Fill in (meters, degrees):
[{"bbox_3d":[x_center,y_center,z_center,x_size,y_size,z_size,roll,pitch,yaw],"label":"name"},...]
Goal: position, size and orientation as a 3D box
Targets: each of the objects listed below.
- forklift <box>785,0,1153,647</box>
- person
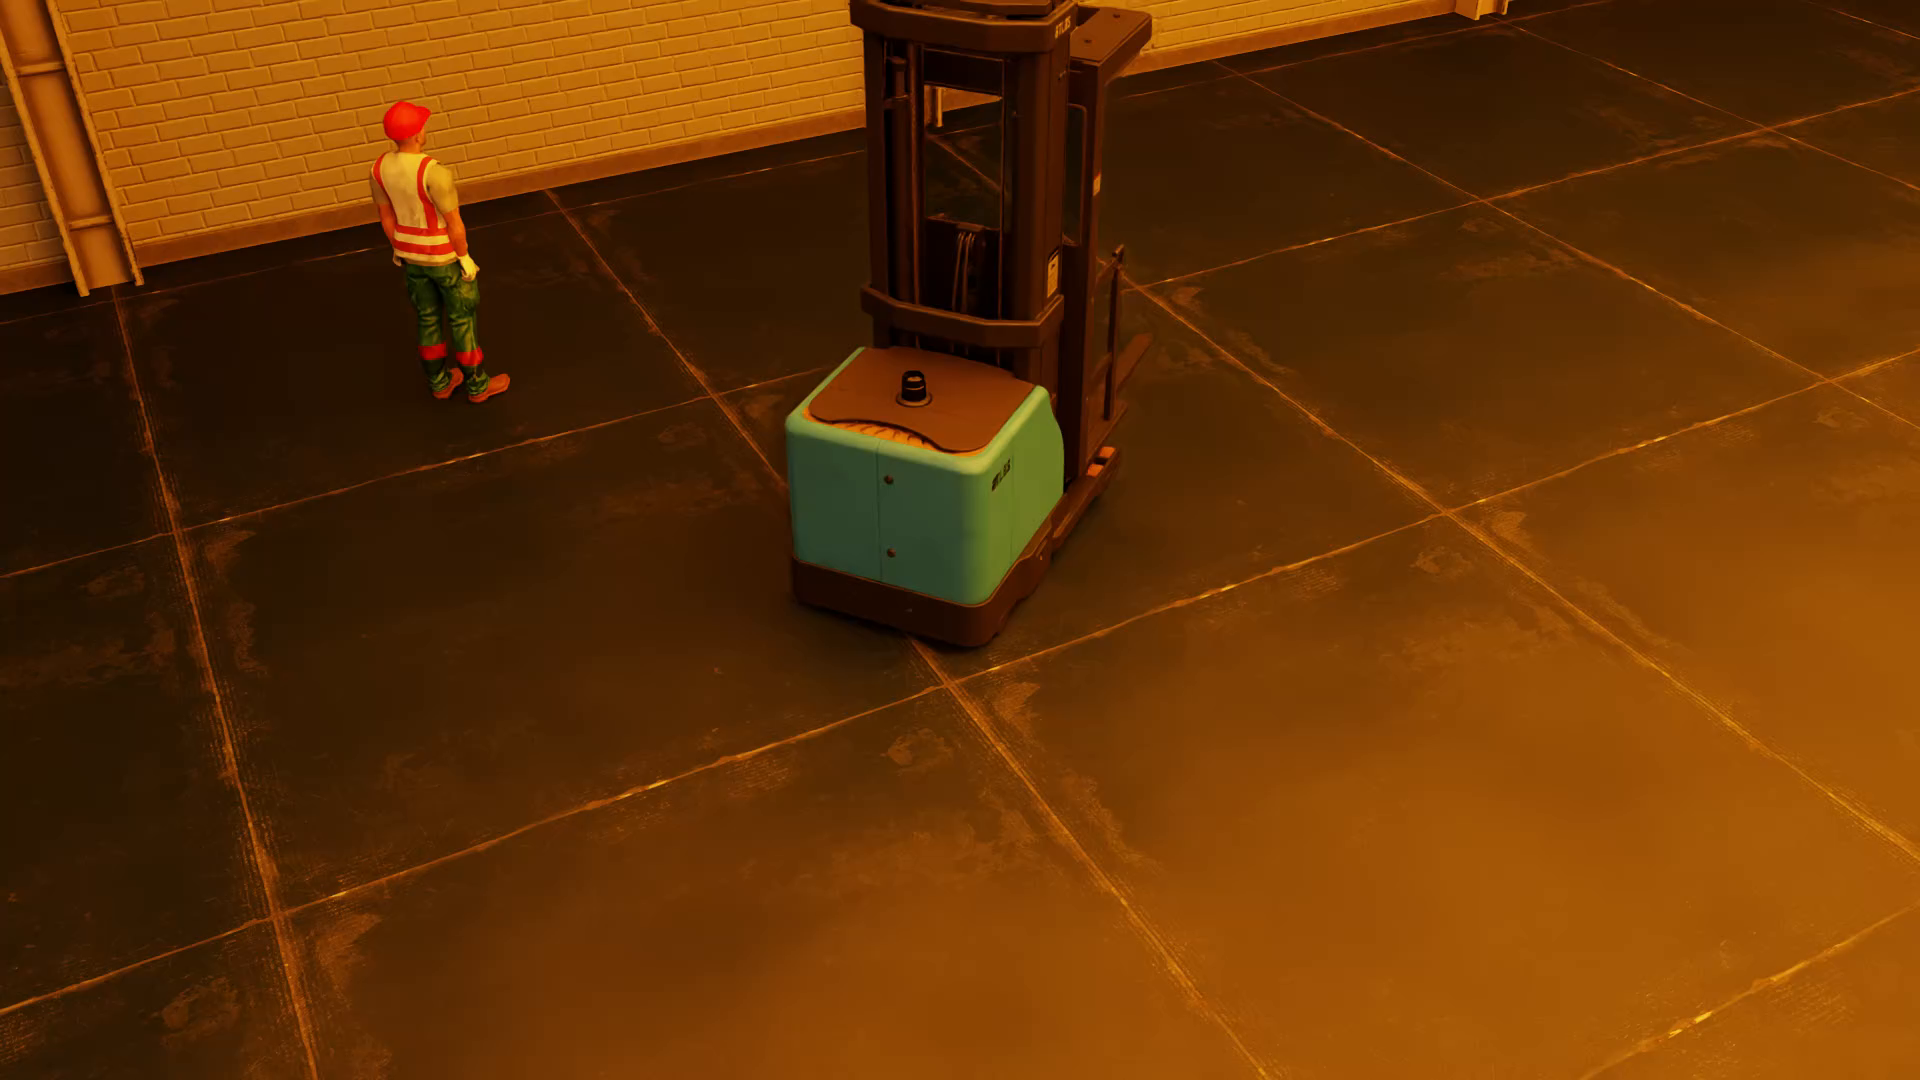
[{"bbox_3d":[0.240,-1.536,8.296,1.130,2.935,3.031,14,38,19],"label":"forklift"},{"bbox_3d":[-2.968,-1.618,9.401,0.525,1.796,0.366,10,37,14],"label":"person"}]
